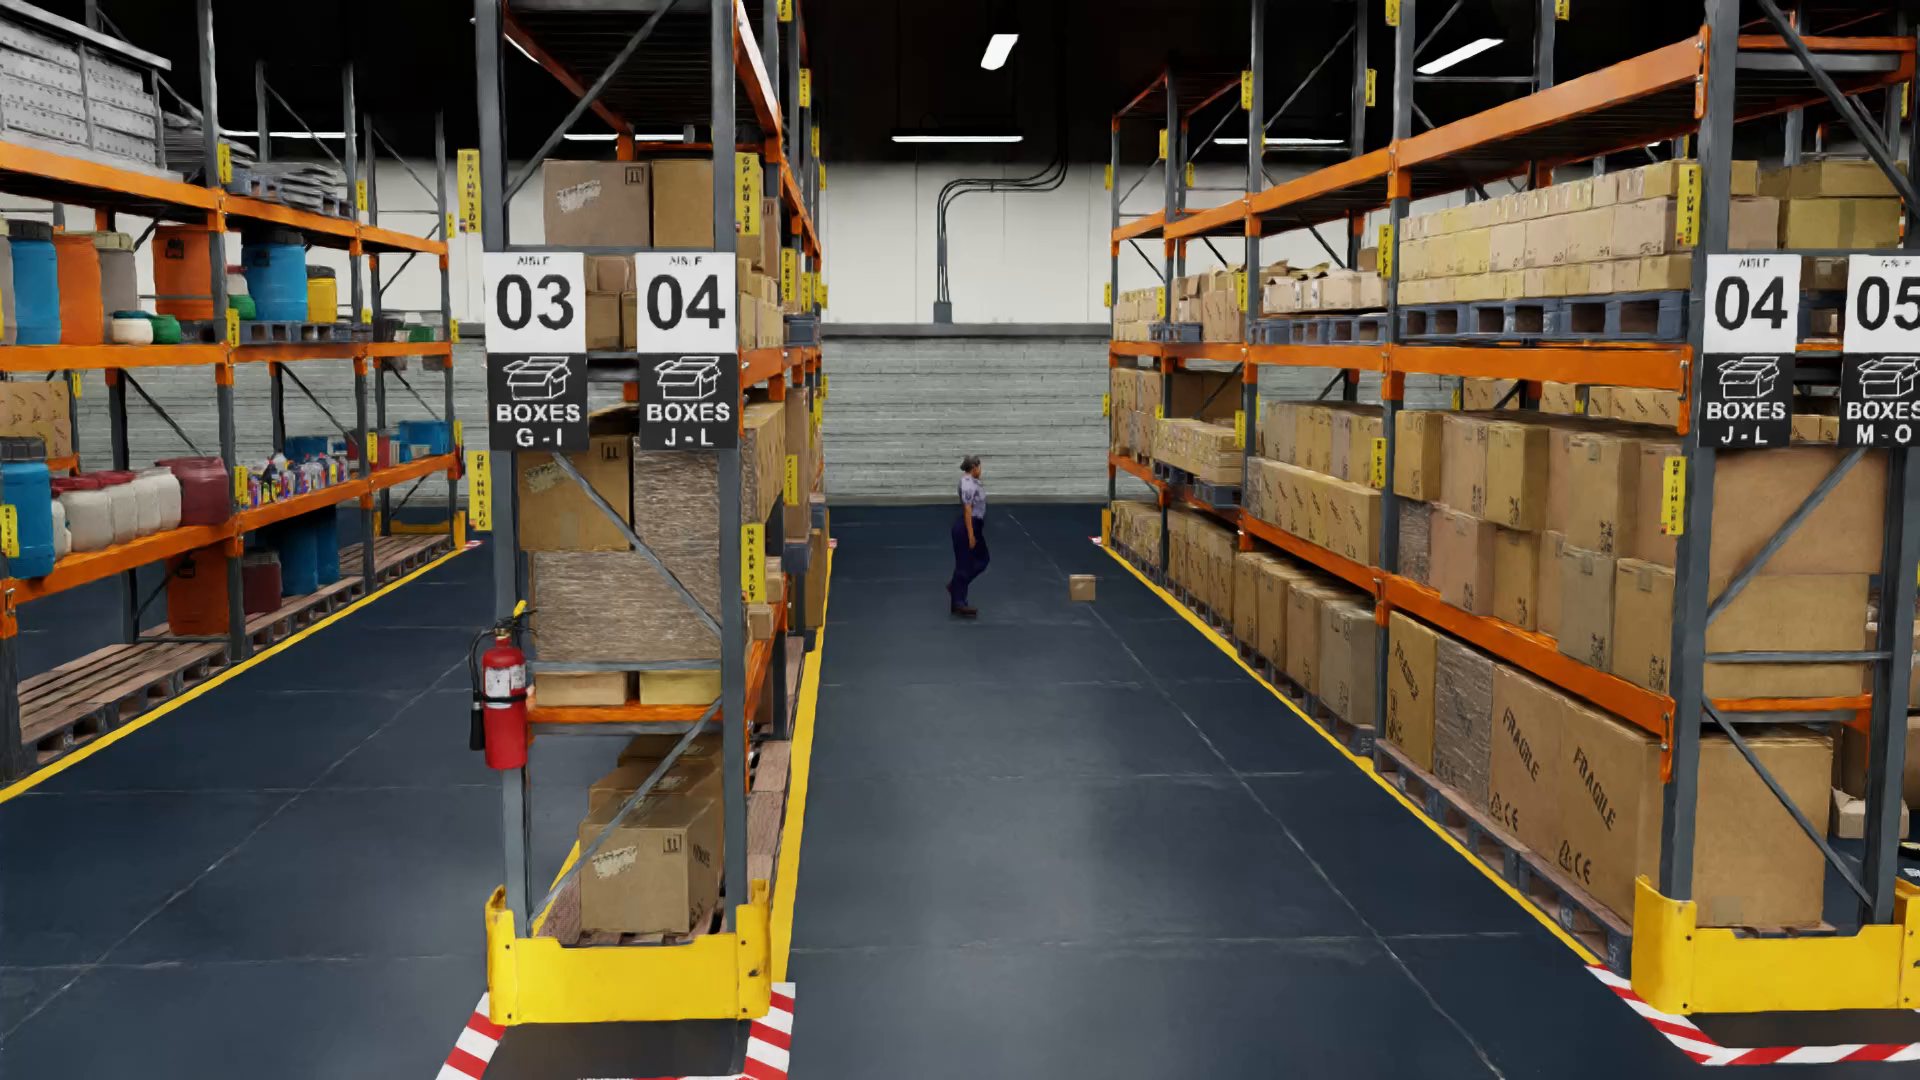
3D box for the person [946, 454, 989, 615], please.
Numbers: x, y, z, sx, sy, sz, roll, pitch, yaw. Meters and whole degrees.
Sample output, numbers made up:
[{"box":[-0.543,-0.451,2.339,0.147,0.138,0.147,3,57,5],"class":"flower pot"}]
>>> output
[{"box":[0.082,-0.068,17.274,0.459,1.620,0.592,0,7,-1],"class":"person"}]
